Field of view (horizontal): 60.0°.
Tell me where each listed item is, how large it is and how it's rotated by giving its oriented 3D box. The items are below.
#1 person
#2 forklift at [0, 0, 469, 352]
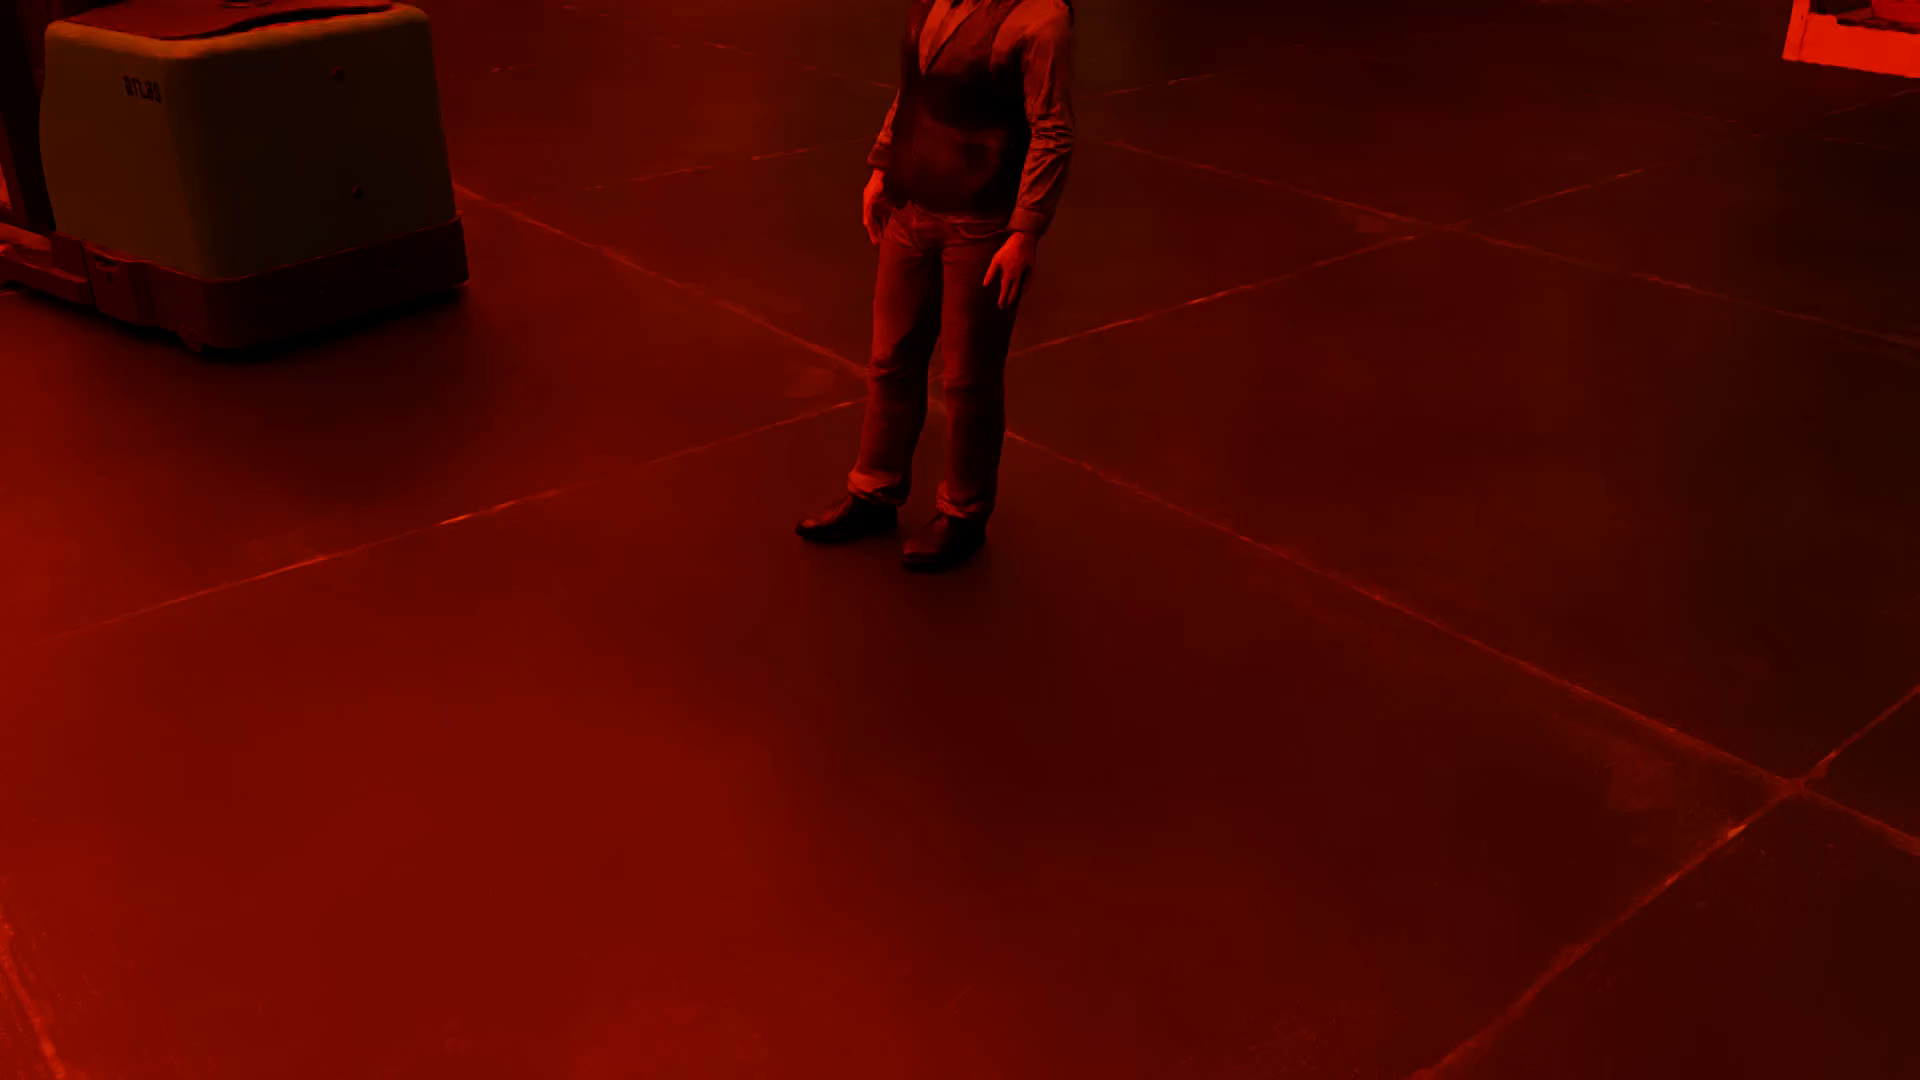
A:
[{"bbox_3d":[-0.053,-0.762,4.085,0.567,1.720,0.632,-20,33,-35],"label":"person"},{"bbox_3d":[-3.361,-2.469,6.180,3.031,2.935,1.130,18,32,32],"label":"forklift"}]
